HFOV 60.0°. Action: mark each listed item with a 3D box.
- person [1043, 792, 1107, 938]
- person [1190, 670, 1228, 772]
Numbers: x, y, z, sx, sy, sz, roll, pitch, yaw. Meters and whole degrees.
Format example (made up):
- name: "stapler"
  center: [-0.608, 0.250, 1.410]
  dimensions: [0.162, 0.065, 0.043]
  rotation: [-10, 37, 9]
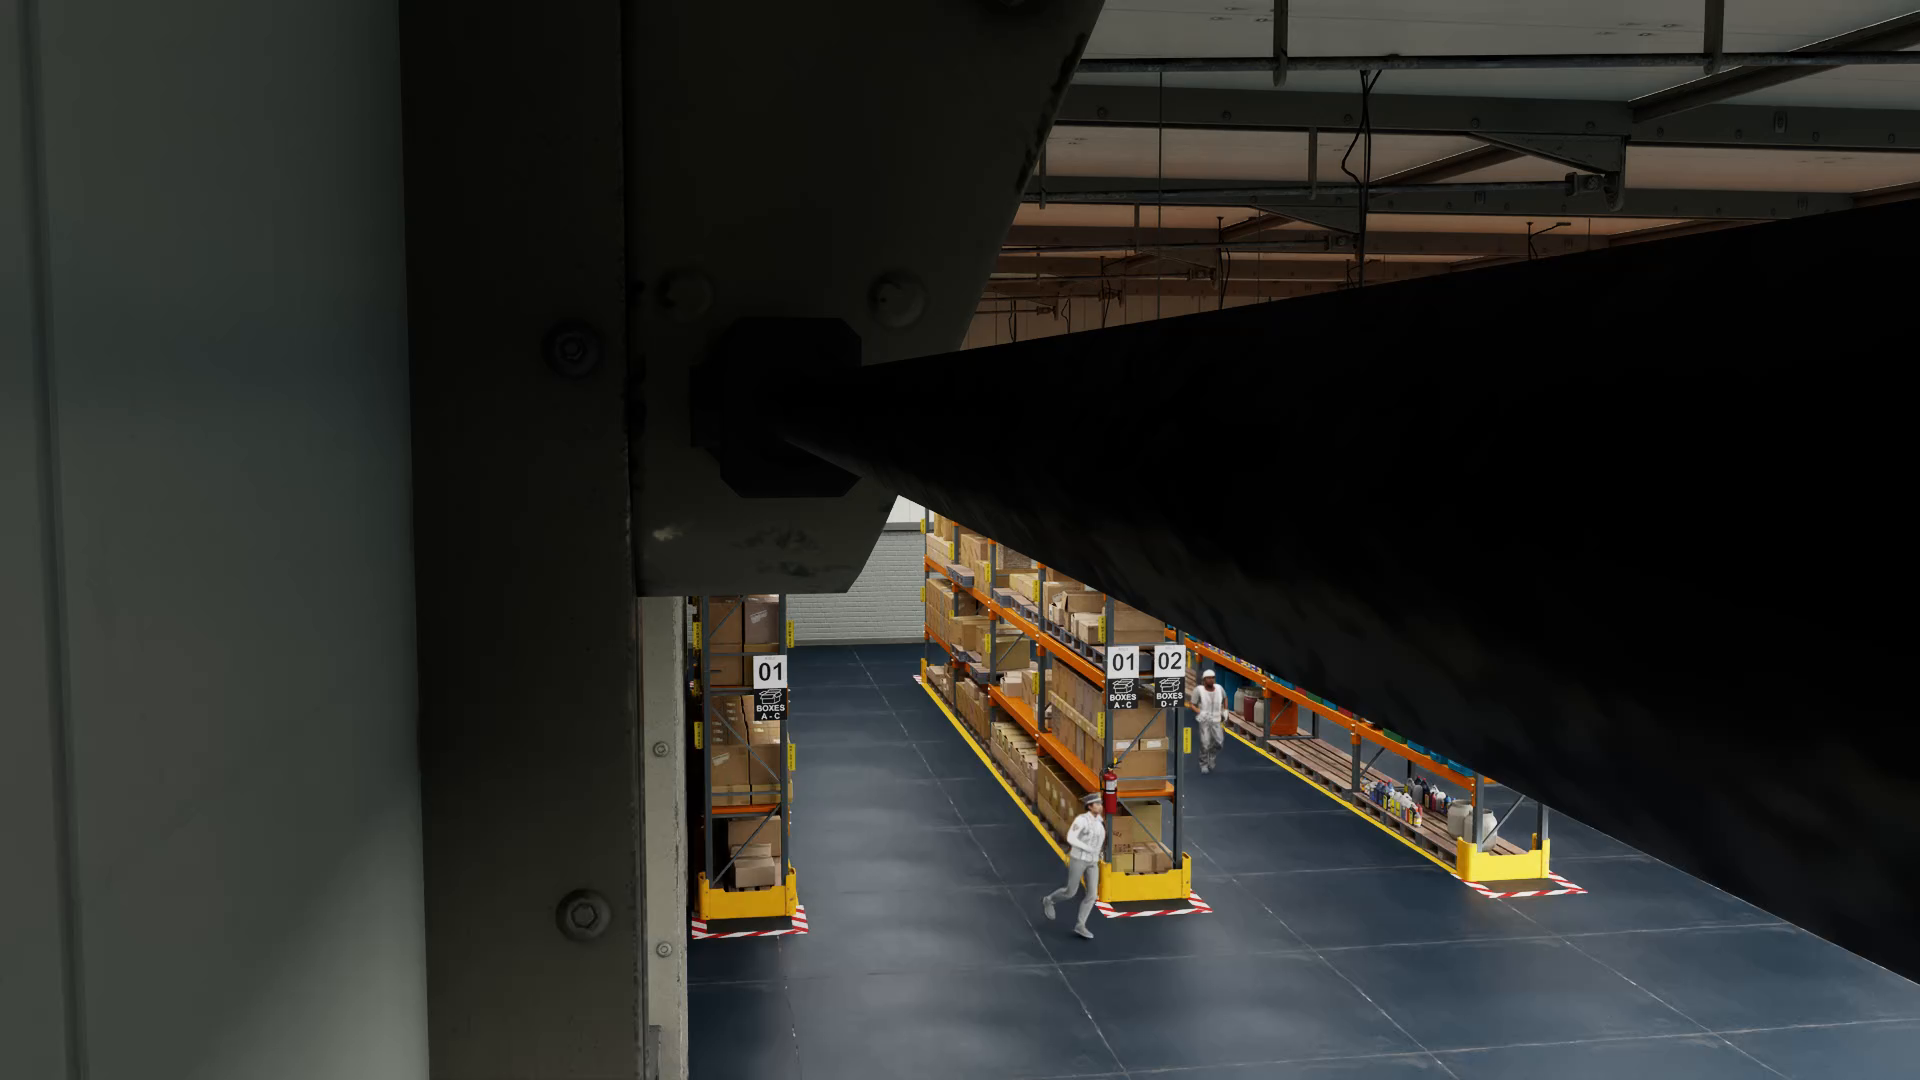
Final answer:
- name: "person"
  center: [1.470, 3.785, 19.725]
  dimensions: [0.643, 1.645, 0.850]
  rotation: [-4, 6, -38]
- name: "person"
  center: [4.179, 3.021, 27.662]
  dimensions: [0.715, 1.738, 0.597]
  rotation: [-1, 5, -12]
